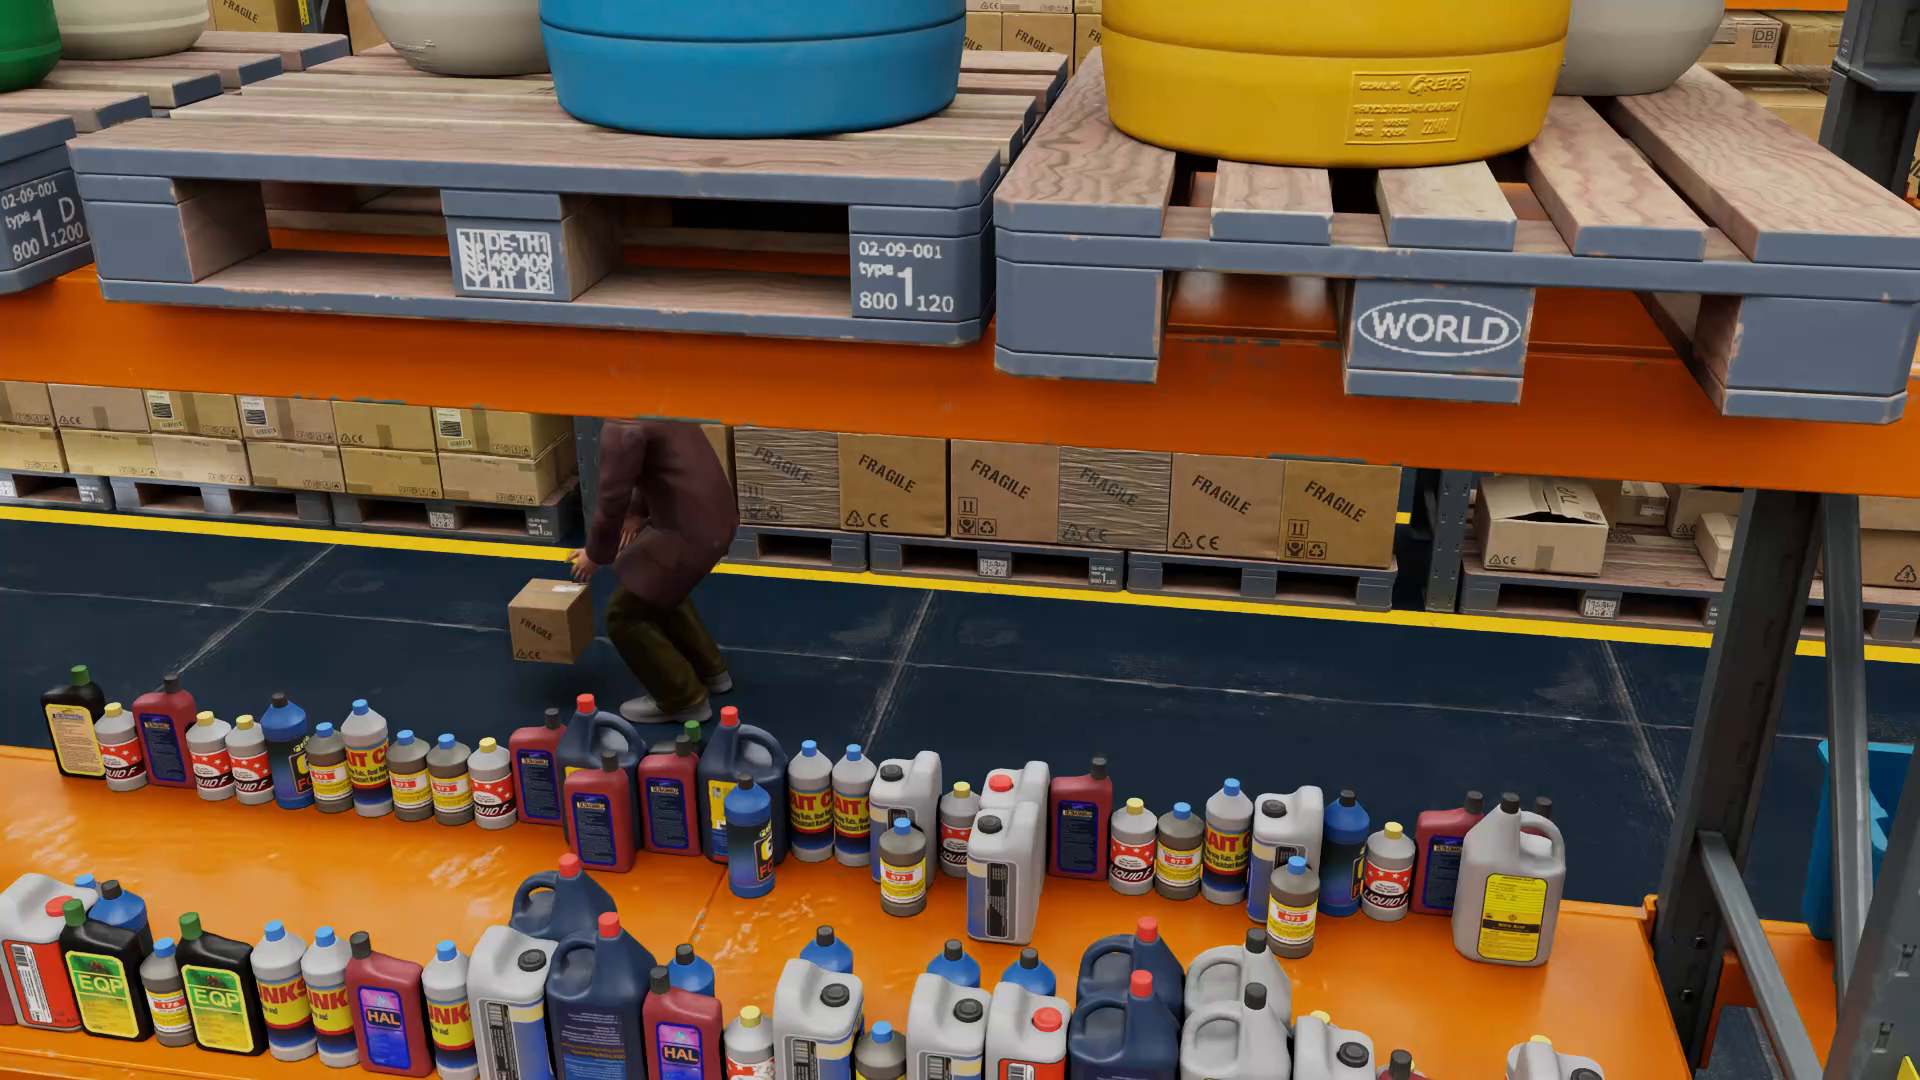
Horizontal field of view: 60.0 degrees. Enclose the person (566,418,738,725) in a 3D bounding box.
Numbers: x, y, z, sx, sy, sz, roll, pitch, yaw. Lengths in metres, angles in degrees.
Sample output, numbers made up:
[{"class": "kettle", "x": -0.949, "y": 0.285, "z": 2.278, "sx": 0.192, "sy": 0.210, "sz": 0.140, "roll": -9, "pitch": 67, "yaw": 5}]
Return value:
[{"class": "person", "x": -1.182, "y": -0.032, "z": 6.458, "sx": 0.612, "sy": 1.564, "sz": 0.626, "roll": 4, "pitch": 25, "yaw": 9}]
